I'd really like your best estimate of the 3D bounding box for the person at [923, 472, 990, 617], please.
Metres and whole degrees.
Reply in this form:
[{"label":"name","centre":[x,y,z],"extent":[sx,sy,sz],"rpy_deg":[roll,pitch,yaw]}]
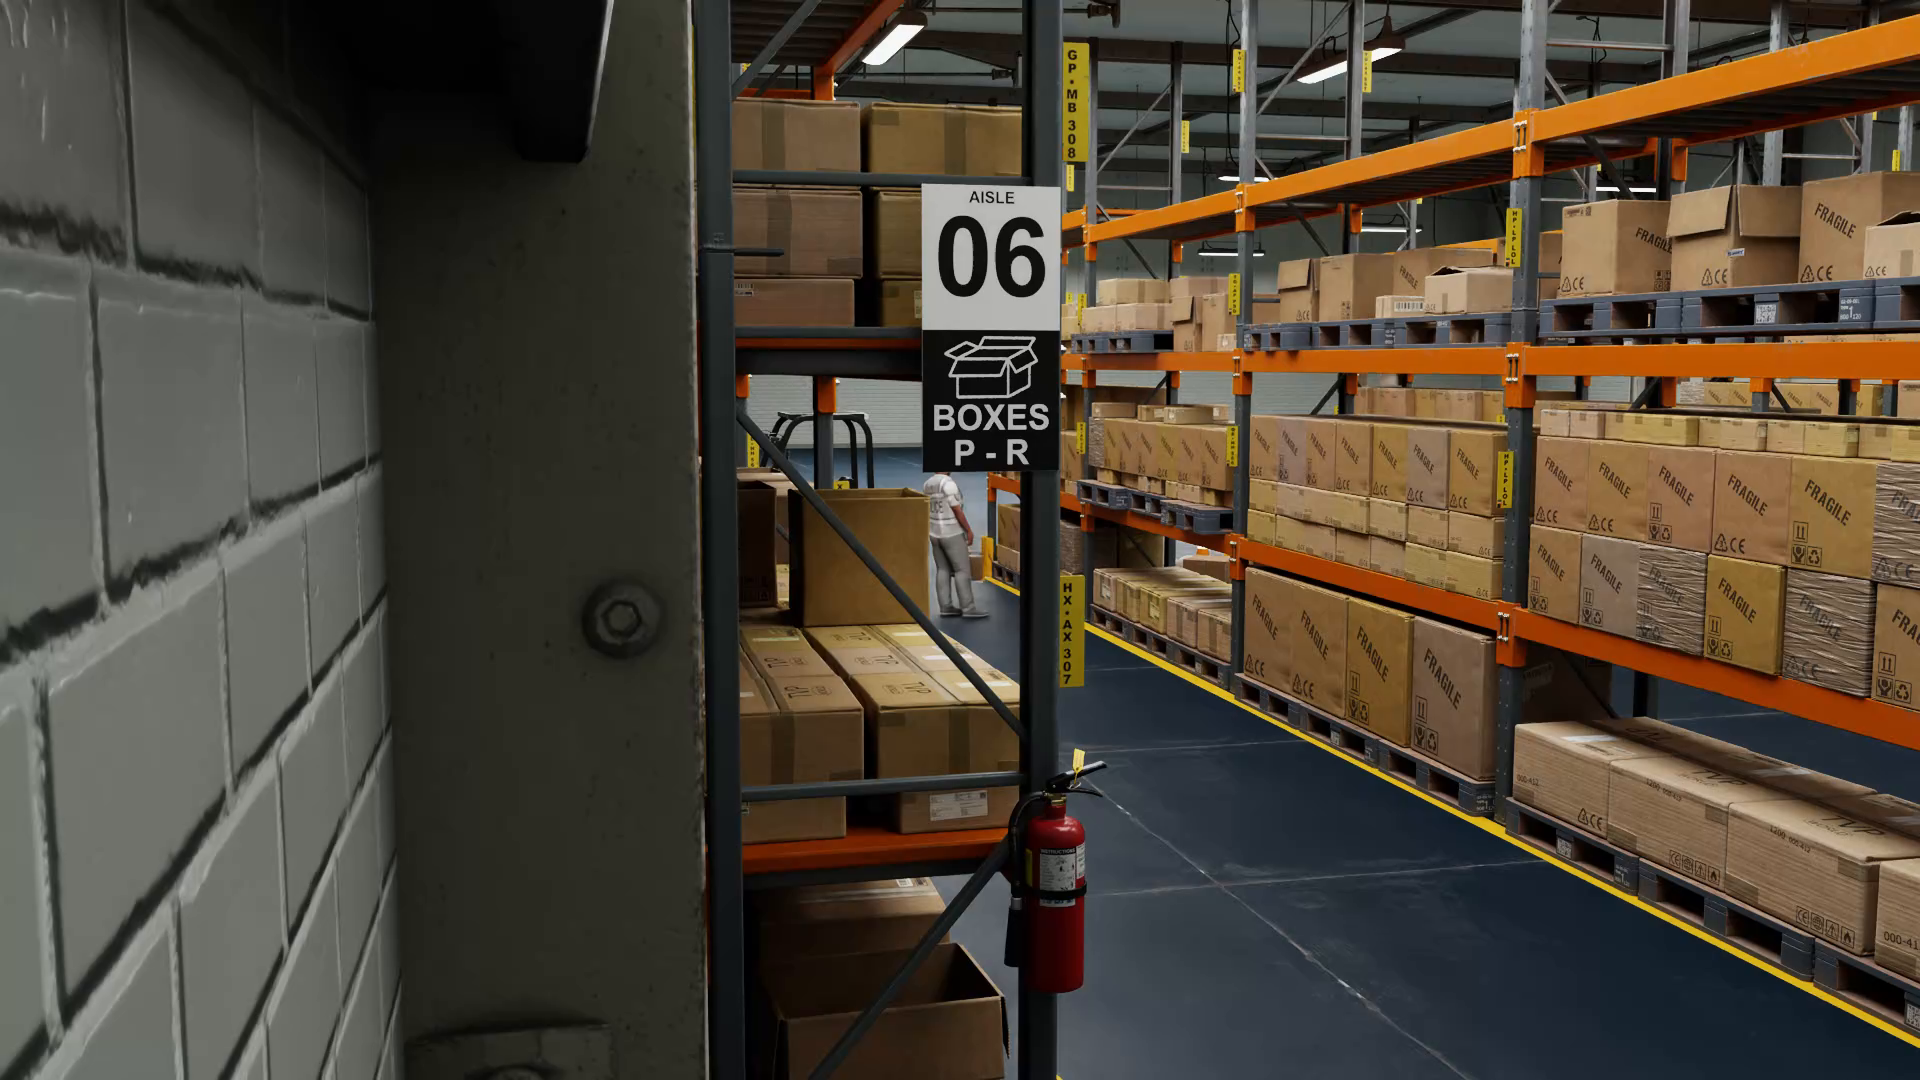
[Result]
[{"label":"person","centre":[-0.064,-0.074,17.802],"extent":[0.571,1.783,0.609],"rpy_deg":[-5,8,-38]}]
